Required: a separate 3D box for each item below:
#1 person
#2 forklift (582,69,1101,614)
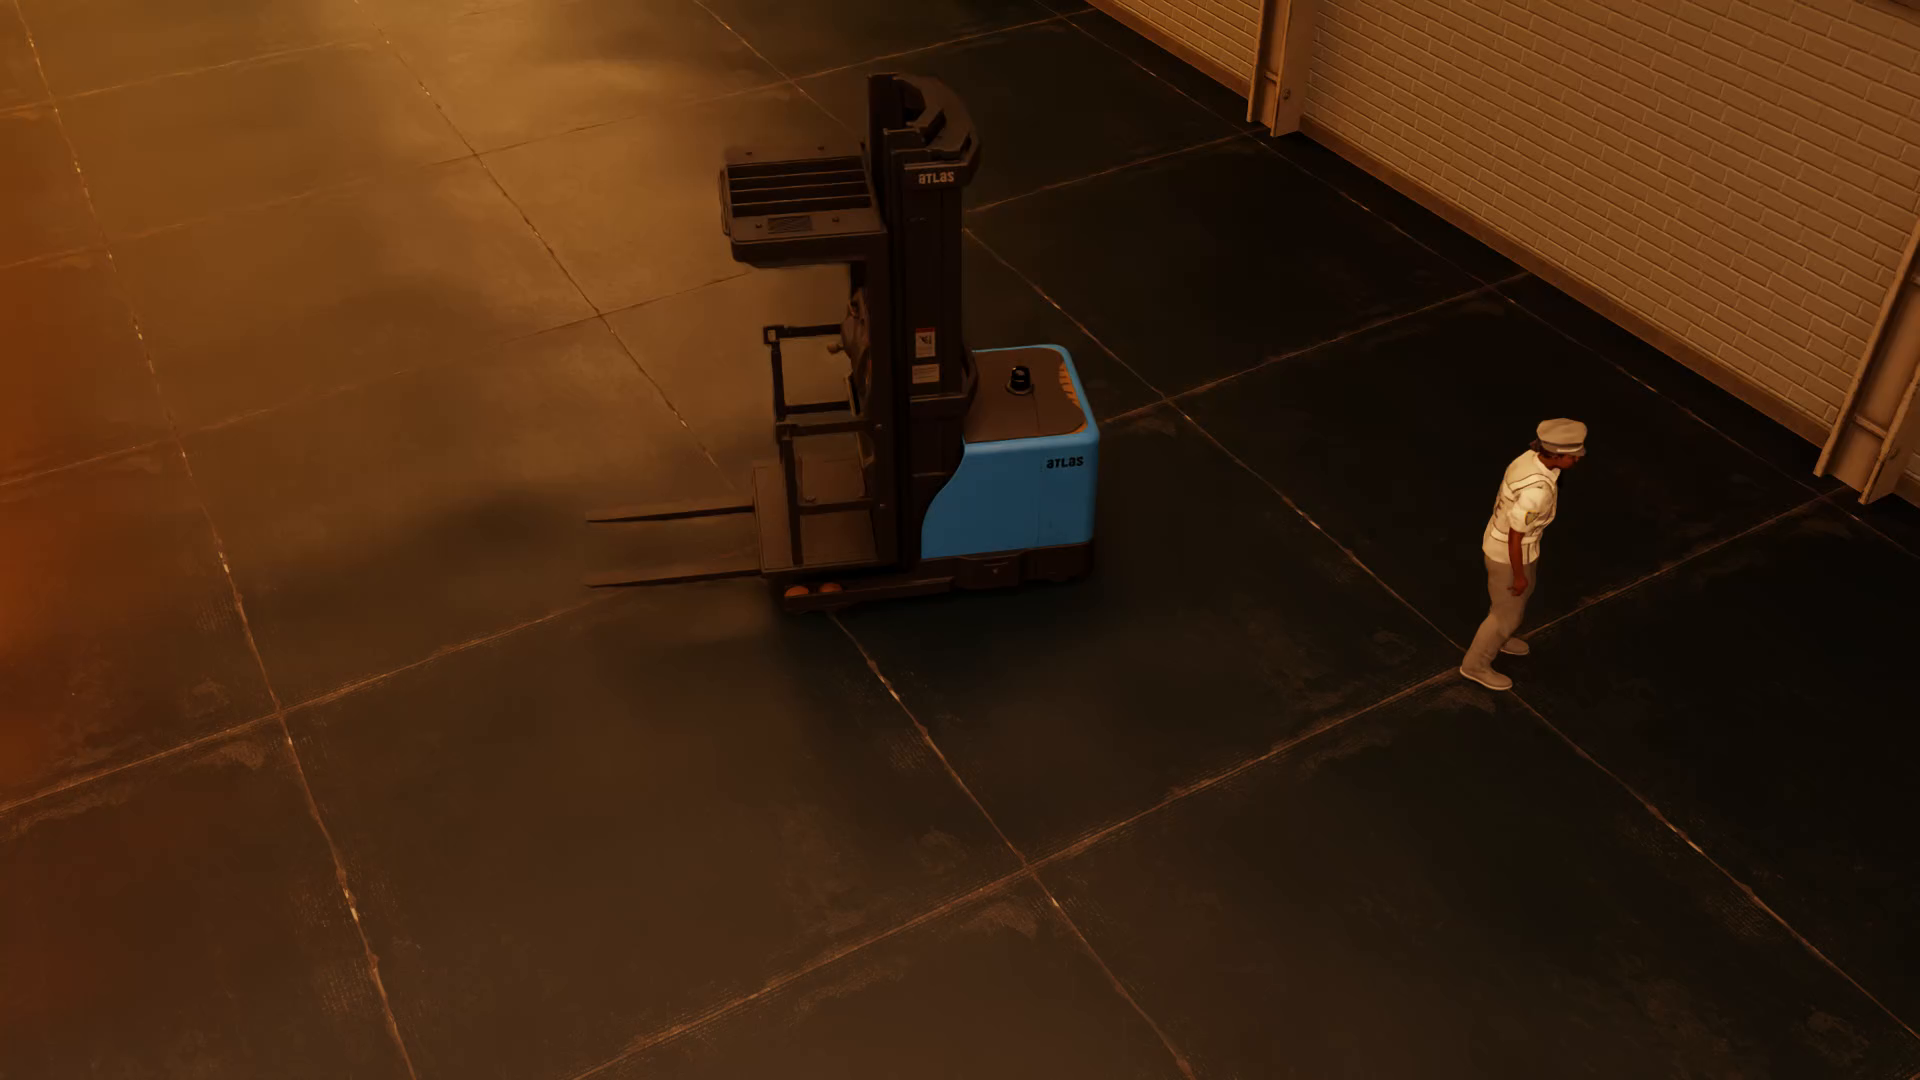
[{"bbox_3d":[3.020,0.066,8.964,0.405,1.669,0.505,14,42,16],"label":"person"},{"bbox_3d":[-0.751,-1.054,9.307,3.031,2.935,1.130,-6,40,-7],"label":"forklift"}]
